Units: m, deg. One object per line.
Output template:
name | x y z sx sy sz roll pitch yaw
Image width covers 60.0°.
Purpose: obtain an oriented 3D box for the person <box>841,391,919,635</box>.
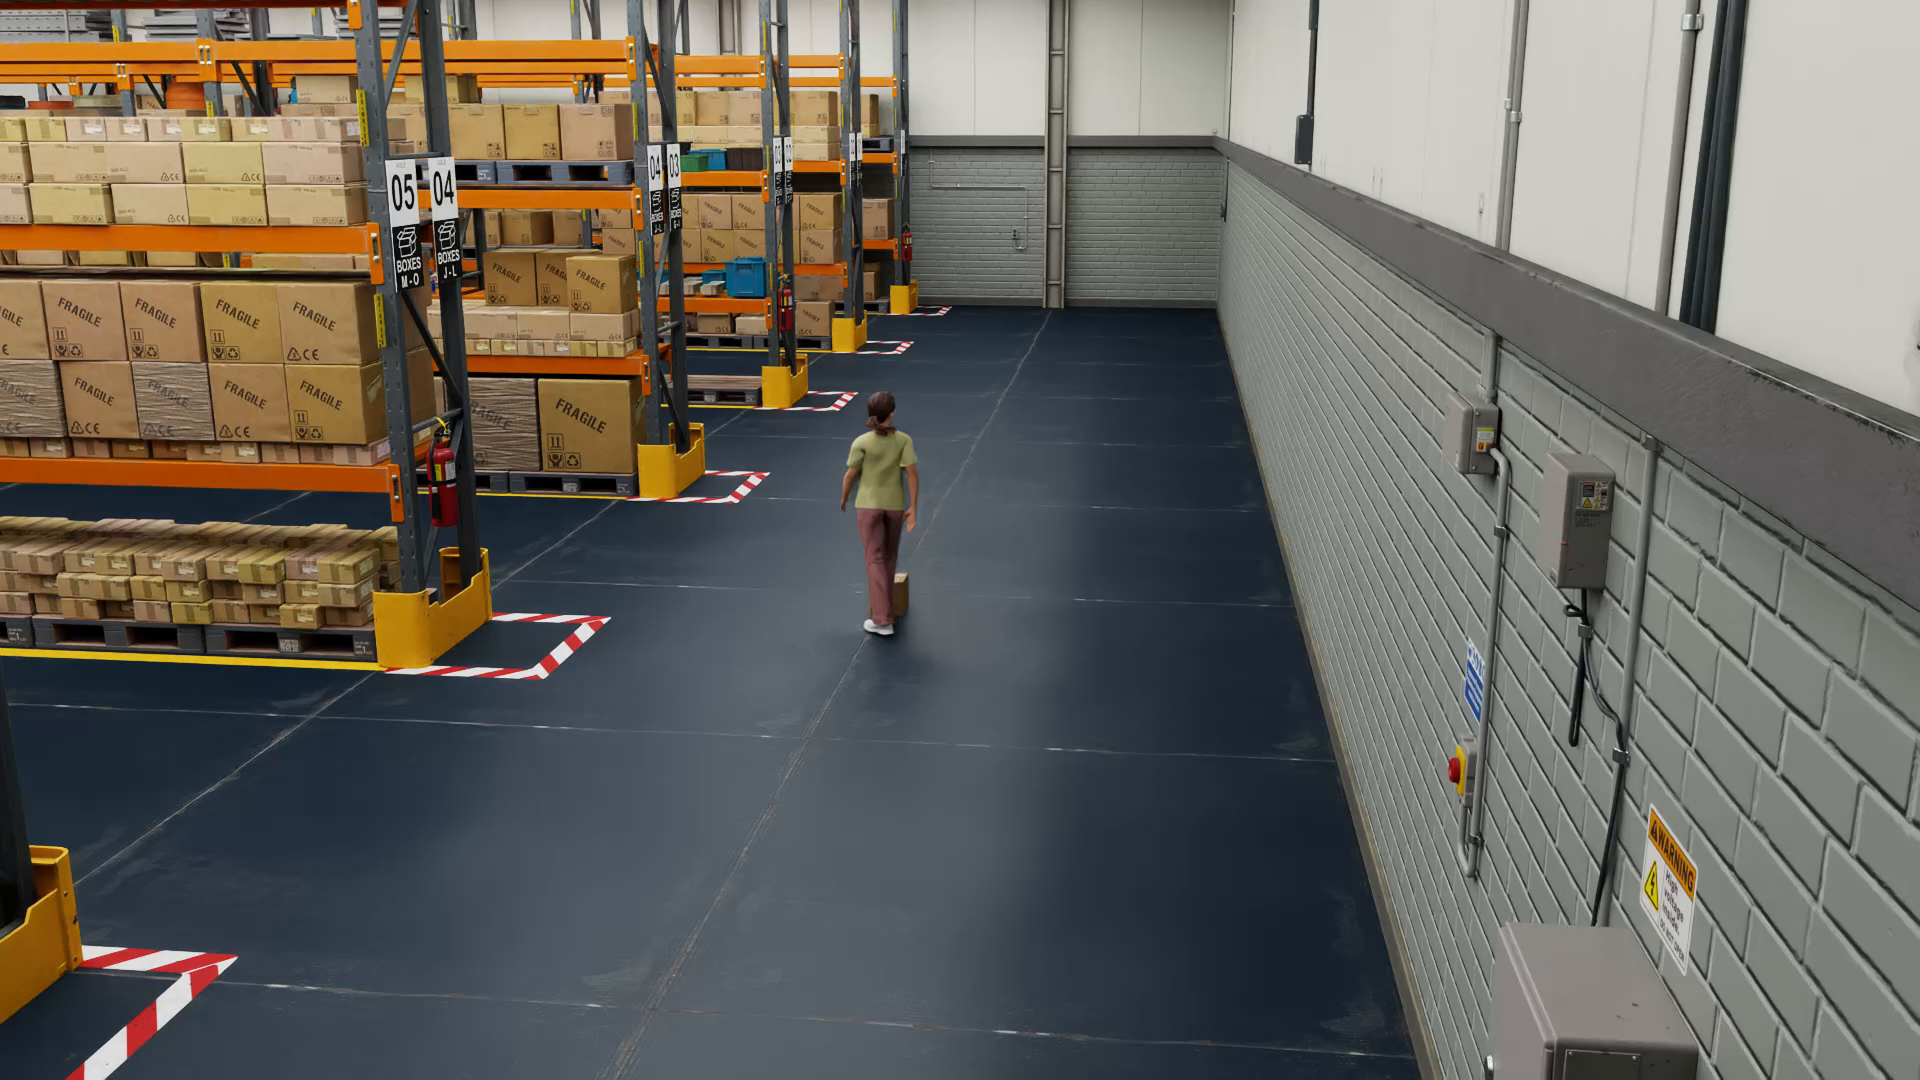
person | -0.569 -0.183 11.393 0.470 1.721 0.644 -5 15 -20
